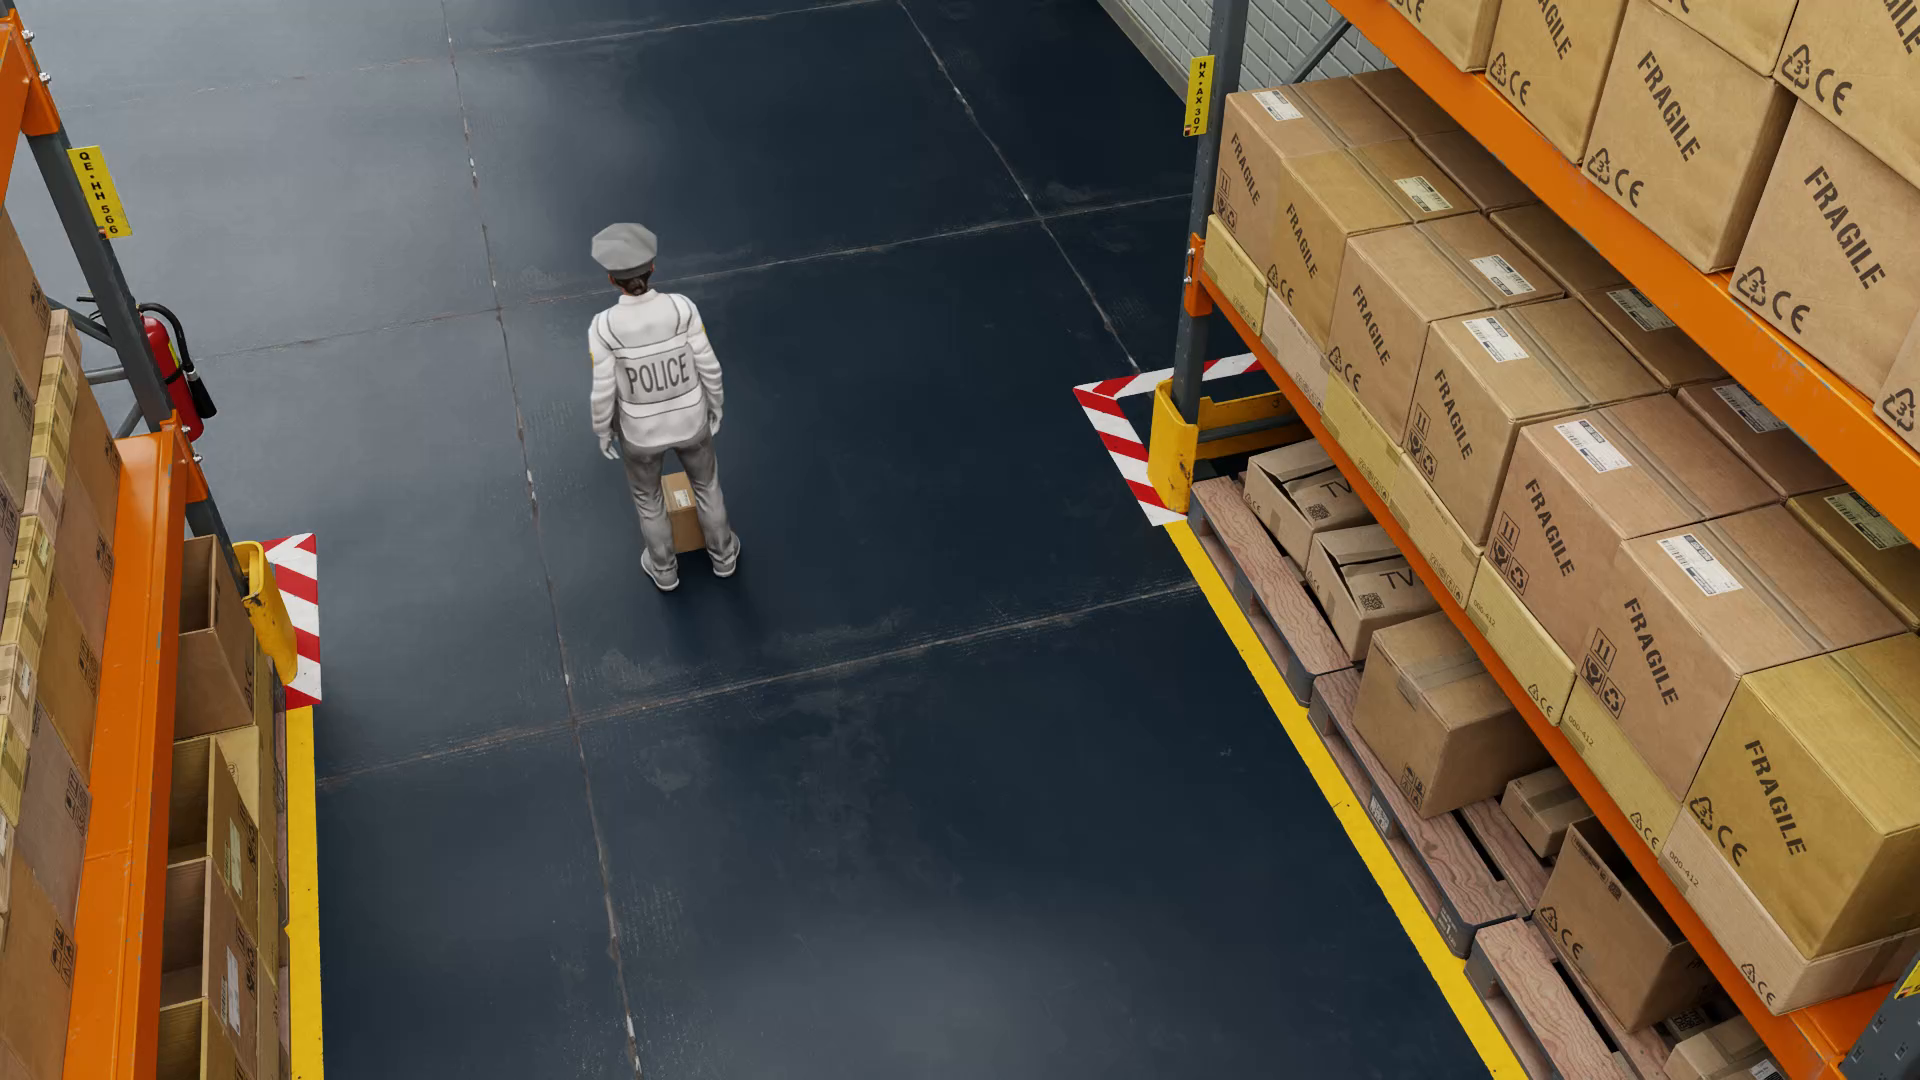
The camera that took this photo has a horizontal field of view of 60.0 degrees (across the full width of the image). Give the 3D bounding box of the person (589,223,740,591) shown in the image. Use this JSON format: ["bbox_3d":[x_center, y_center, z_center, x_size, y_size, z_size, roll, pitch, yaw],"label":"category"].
[{"bbox_3d":[-1.199,-0.476,6.678,0.543,1.662,0.376,-15,44,-15],"label":"person"}]
